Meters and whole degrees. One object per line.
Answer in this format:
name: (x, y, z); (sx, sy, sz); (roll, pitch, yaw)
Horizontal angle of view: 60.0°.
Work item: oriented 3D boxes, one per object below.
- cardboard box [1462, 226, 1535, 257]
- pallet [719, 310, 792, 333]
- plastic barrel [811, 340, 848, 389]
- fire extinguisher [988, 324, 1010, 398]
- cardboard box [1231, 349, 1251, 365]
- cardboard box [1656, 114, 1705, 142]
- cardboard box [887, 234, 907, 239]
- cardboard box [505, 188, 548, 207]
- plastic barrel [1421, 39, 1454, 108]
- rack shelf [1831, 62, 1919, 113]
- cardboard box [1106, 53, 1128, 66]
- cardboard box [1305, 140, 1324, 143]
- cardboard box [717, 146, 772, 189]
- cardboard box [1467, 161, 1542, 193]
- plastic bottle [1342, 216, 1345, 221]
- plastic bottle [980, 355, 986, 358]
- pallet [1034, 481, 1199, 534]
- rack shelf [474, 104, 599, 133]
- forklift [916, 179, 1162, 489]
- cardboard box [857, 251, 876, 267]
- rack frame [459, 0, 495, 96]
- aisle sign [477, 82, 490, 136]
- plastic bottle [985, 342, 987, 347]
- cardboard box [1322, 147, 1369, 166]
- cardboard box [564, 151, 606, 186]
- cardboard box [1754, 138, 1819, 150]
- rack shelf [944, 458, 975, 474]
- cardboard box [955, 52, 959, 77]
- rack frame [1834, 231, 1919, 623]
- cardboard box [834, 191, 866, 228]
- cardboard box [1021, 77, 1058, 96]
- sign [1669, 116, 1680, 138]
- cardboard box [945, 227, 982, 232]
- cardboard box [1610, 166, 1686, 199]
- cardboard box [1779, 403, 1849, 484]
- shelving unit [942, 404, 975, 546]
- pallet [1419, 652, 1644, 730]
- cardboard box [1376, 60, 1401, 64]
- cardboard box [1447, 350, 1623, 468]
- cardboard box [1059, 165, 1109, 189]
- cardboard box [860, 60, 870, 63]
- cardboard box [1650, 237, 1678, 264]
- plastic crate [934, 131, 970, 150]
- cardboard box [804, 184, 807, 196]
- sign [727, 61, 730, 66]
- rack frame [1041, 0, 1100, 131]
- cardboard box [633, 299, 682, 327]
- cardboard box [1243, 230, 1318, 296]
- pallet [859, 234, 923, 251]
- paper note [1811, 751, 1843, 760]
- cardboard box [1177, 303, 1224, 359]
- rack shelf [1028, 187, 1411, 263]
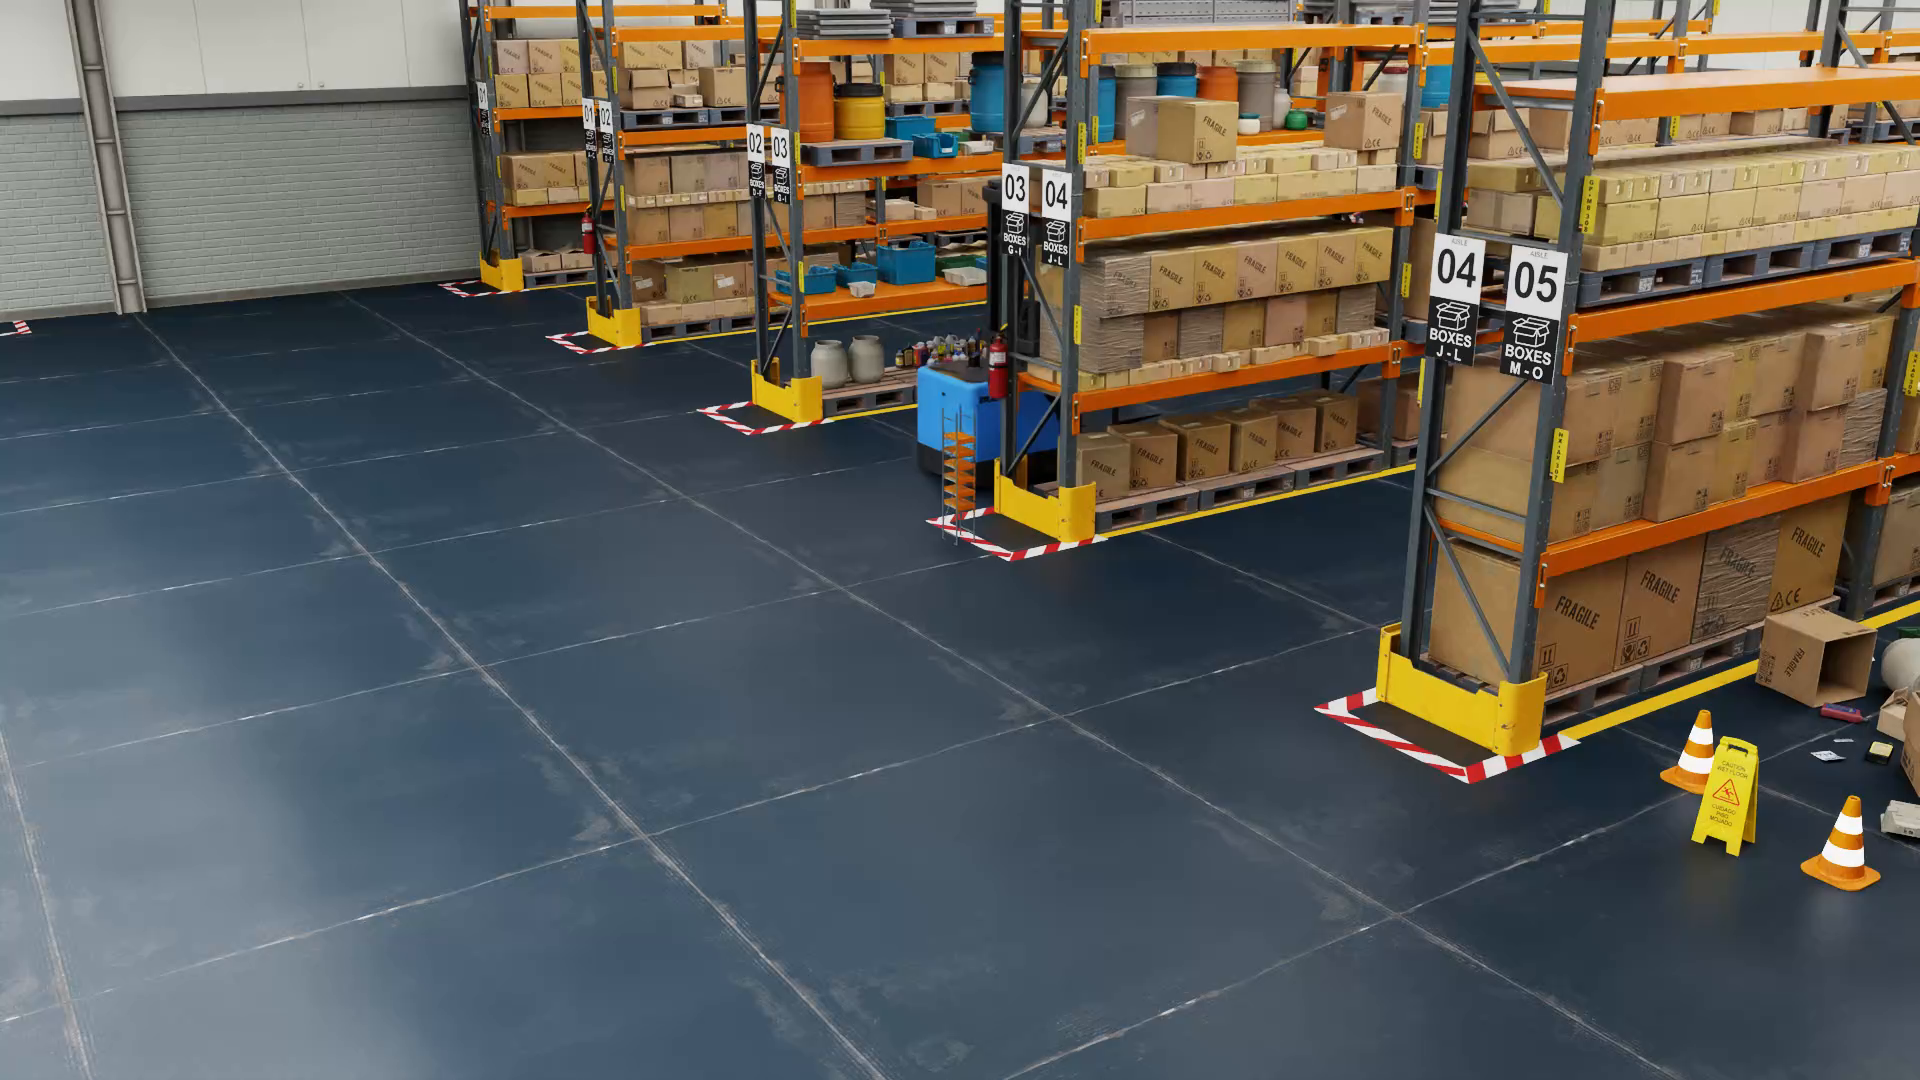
cardboard box: (3.431, -1.913, 10.616); (0.250, 0.149, 0.380); (-12, 22, -32)
pallet: (-3.115, -3.249, 24.025); (1.213, 0.211, 1.003); (-12, 22, -31)
plastic barrel: (-1.520, -2.041, 19.328); (0.421, 0.512, 0.421); (0, 19, 0)
fire extinguisher: (0.347, -1.626, 14.992); (0.183, 0.674, 0.296); (-12, 22, -31)
cardboard box: (2.507, -1.745, 15.615); (0.250, 0.149, 0.380); (-12, 22, -31)
cardboard box: (7.848, -4.764, 18.654); (0.637, 0.503, 0.797); (-10, 21, -28)
cardboard box: (-1.368, -5.827, 30.514); (0.500, 0.500, 0.700); (-12, 22, -31)
cardboard box: (-6.894, -5.474, 26.456); (0.500, 0.250, 0.500); (-13, 22, -33)
plastic barrel: (6.653, -6.514, 23.208); (0.708, 0.901, 0.600); (-12, 22, -31)
rack shelf: (8.351, -3.584, 13.043); (4.000, 0.370, 1.077); (-12, 22, -31)
cardboard box: (2.300, -7.637, 26.249); (0.500, 0.500, 0.500); (-12, 22, -31)
cardboard box: (3.596, -3.828, 16.313); (0.250, 0.149, 0.380); (-13, 22, -33)
cardboard box: (-3.033, -5.232, 23.354); (0.500, 0.500, 0.700); (-12, 22, -31)
cardboard box: (3.435, -2.291, 10.491); (0.250, 0.149, 0.380); (-12, 22, -31)
plastic bottle: (5.463, -4.527, 23.761); (0.097, 0.201, 0.097); (0, 19, 0)
plastic bottle: (0.282, -2.135, 20.059); (0.097, 0.201, 0.097); (0, 19, 0)
pallet: (1.458, -0.386, 15.557); (1.213, 0.211, 1.003); (-12, 22, -31)
rack shelf: (-5.806, -6.967, 27.109); (4.000, 0.370, 1.077); (-12, 22, -31)
forklift: (1.081, -2.220, 16.734); (3.031, 2.935, 1.130); (-12, 22, -31)
cardboard box: (-1.228, -4.225, 25.320); (0.500, 0.311, 0.500); (-12, 22, -31)
rack frame: (-7.476, -8.377, 25.471); (0.127, 3.000, 1.000); (-12, 22, -31)
aisle sign: (-7.371, -6.673, 25.741); (0.004, 0.787, 0.394); (-12, 22, -31)
plastic bottle: (0.356, -2.416, 20.781); (0.097, 0.271, 0.097); (0, 19, 0)
cardboard box: (3.651, -3.646, 15.774); (0.250, 0.149, 0.380); (-12, 22, -31)
cardboard box: (-6.059, -6.006, 26.858); (0.500, 0.500, 0.500); (-13, 22, -33)
cardboard box: (5.977, -2.827, 12.076); (0.250, 0.149, 0.380); (-12, 22, -32)
rack shelf: (-0.012, -0.637, 14.521); (0.180, 0.103, 0.258); (-12, 22, -31)
cardboard box: (-0.429, -8.720, 30.327); (0.500, 0.500, 0.700); (-14, 23, -36)
rack frame: (6.681, -0.920, 12.782); (0.127, 3.000, 1.000); (-12, 22, -31)
cardboard box: (-1.775, -4.882, 24.347); (0.500, 0.500, 0.700); (-13, 22, -33)
cardboard box: (1.157, -6.976, 25.591); (0.500, 0.250, 0.500); (-11, 22, -30)
sign: (7.675, -4.489, 17.850); (0.005, 0.325, 0.100); (-12, 22, -31)
cardboard box: (-0.109, -6.219, 31.157); (0.750, 0.750, 0.750); (-12, 22, -32)
cardboard box: (4.217, -2.204, 10.232); (0.250, 0.149, 0.380); (-12, 22, -32)
cardboard box: (5.932, -0.820, 12.252); (0.550, 0.550, 0.875); (-12, 22, -31)
shelving unit: (-0.012, -0.566, 14.545); (0.189, 1.200, 0.258); (-12, 22, -31)
pallet: (3.965, 0.944, 11.623); (1.213, 0.211, 1.003); (-12, 22, -31)
cardboard box: (7.371, -8.693, 29.375); (0.500, 0.500, 0.700); (-12, 22, -31)
cardboard box: (3.671, -0.853, 10.664); (0.550, 0.550, 0.875); (-12, 22, -31)
cardboard box: (1.054, -3.085, 14.115); (0.250, 0.149, 0.380); (-12, 22, -32)
cardboard box: (-1.523, -8.356, 29.907); (0.500, 0.500, 0.500); (-12, 22, -31)
cardboard box: (4.224, -1.827, 10.363); (0.250, 0.149, 0.380); (-12, 22, -31)
plastic crate: (-0.154, -4.705, 19.625); (0.450, 0.188, 0.336); (-12, 22, -31)
cardboard box: (-2.368, -4.985, 23.639); (0.250, 0.149, 0.380); (-12, 22, -32)
sign: (-3.831, -7.761, 27.528); (0.005, 0.325, 0.100); (-12, 22, -31)
rack frame: (1.313, -6.431, 19.717); (0.127, 3.000, 1.000); (-12, 22, -31)
cardboard box: (-4.179, -3.142, 22.991); (0.500, 0.250, 0.500); (-12, 22, -31)
cardboard box: (2.978, -2.597, 15.562); (0.500, 0.500, 0.500); (-12, 22, -31)
pallet: (-1.448, -5.485, 30.641); (1.213, 0.211, 1.003); (-12, 22, -31)
paper note: (5.548, 1.377, 10.626); (0.142, 0.017, 0.144); (-4, 19, -13)
cardboard box: (1.964, -2.034, 15.458); (0.500, 0.500, 0.875); (-12, 22, -31)
rack shelf: (2.367, -2.992, 15.352); (4.000, 0.370, 1.077); (-12, 22, -31)
